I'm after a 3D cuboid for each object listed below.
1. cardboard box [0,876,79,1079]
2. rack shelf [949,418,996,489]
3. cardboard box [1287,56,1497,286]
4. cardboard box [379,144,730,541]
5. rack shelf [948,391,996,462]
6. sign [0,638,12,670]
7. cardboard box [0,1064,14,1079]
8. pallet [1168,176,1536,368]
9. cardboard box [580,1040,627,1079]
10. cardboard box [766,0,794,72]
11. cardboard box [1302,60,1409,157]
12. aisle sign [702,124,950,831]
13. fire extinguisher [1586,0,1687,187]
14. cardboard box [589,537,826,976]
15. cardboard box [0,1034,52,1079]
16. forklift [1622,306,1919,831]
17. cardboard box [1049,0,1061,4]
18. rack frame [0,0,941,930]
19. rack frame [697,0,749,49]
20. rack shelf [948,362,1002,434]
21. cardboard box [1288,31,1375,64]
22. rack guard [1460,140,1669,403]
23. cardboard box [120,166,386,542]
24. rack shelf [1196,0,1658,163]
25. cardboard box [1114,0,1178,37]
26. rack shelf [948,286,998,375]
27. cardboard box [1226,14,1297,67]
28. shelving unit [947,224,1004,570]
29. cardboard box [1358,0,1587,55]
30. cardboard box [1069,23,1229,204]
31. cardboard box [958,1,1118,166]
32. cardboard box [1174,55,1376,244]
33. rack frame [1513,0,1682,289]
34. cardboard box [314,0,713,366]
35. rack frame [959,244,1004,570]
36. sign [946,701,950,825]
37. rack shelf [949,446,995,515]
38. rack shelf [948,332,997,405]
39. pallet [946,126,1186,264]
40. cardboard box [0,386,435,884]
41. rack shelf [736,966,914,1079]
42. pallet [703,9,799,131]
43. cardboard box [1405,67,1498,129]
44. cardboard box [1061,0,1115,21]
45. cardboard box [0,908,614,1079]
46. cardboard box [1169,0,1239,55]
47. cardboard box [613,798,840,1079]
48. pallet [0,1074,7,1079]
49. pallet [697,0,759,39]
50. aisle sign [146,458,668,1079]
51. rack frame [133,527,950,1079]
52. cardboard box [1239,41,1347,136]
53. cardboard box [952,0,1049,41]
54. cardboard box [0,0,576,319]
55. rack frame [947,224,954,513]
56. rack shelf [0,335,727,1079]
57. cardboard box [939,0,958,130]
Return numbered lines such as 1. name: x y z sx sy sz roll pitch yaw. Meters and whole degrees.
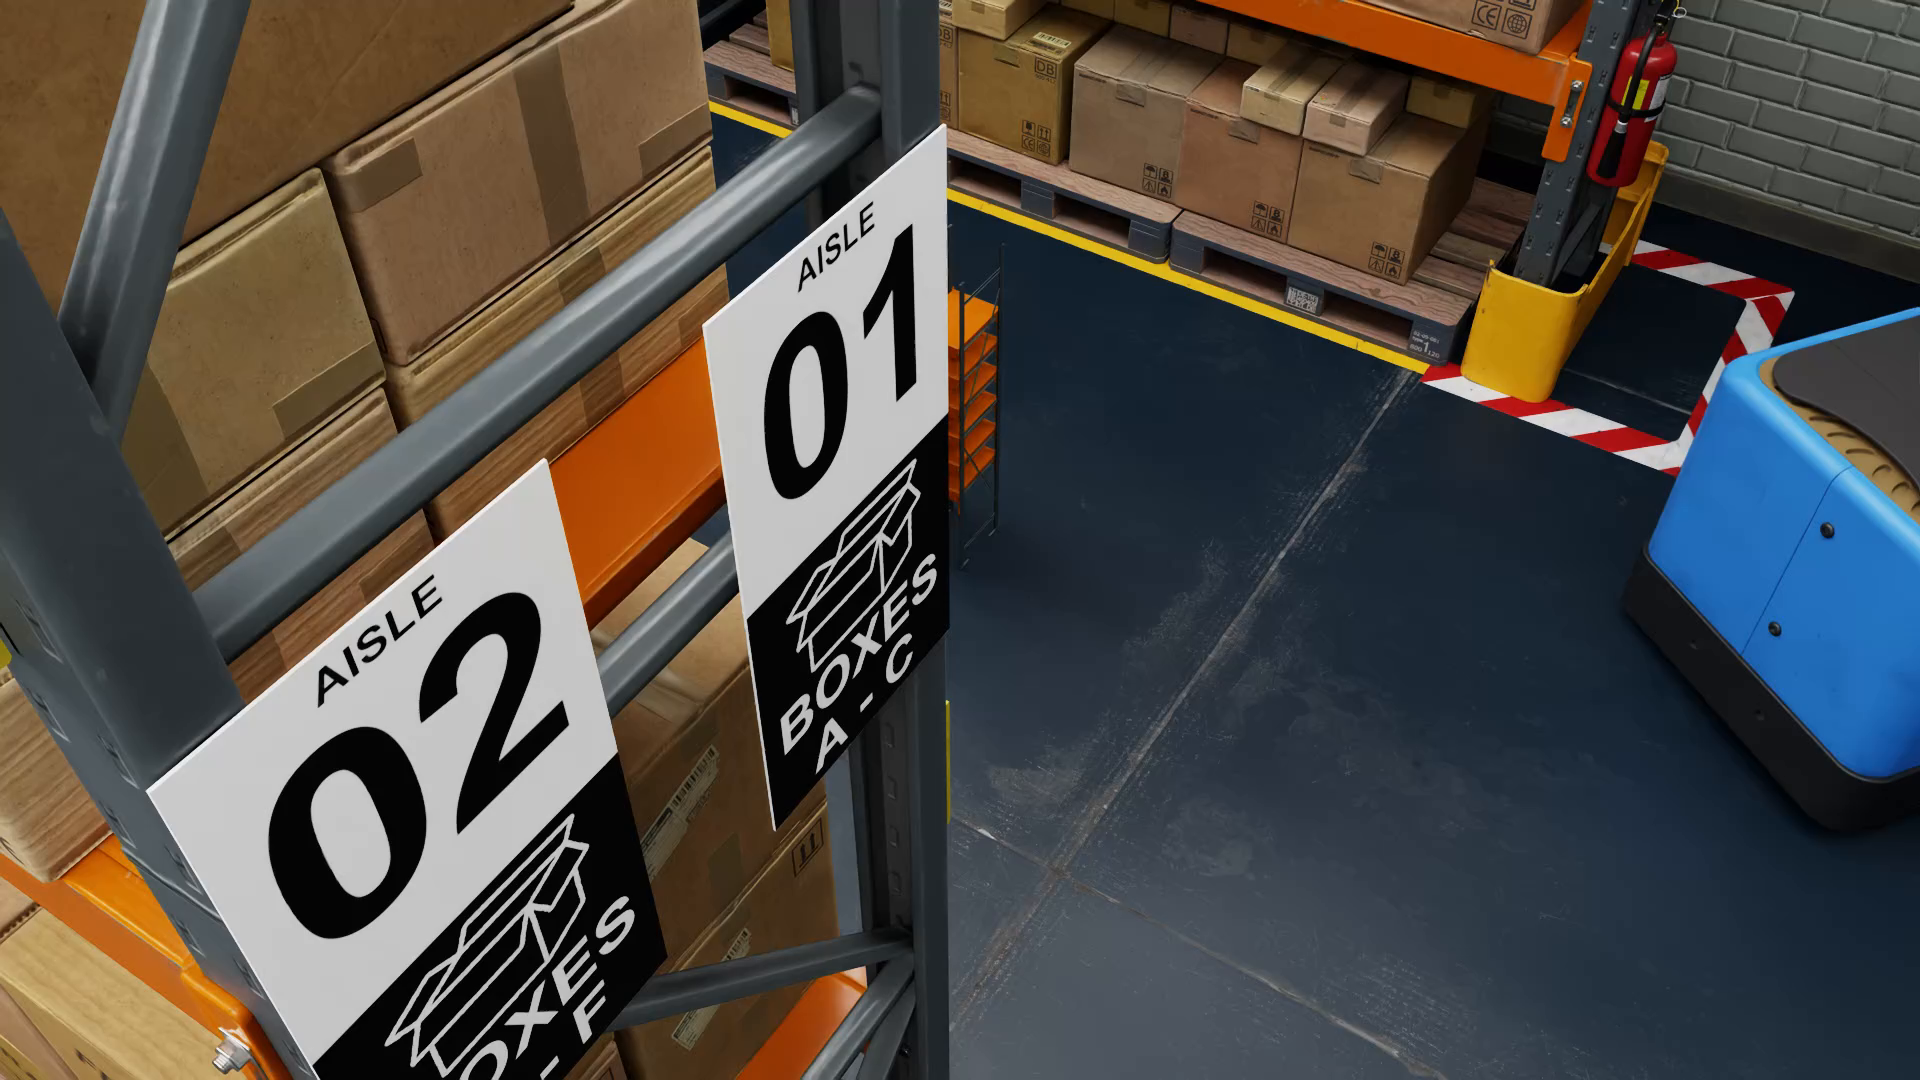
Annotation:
1. cardboard box: -1.287 0.437 2.467 0.500 0.500 0.500 26 51 23
2. rack shelf: -0.012 -0.309 5.443 0.180 0.103 0.258 25 51 22
3. cardboard box: 1.690 -1.456 6.524 0.500 0.500 0.700 25 51 22
4. cardboard box: -0.633 -0.324 1.986 0.500 0.250 0.500 25 51 22
5. rack shelf: -0.012 -0.393 5.357 0.180 0.103 0.258 25 51 22
6. sign: -0.654 -0.005 0.954 0.005 0.325 0.100 25 51 22
7. cardboard box: -1.718 0.582 3.023 0.500 0.500 0.500 25 51 22
8. pallet: 1.618 -1.261 6.828 1.213 0.211 1.003 25 51 22
9. cardboard box: -0.862 0.978 2.639 0.500 0.500 0.500 26 51 23
10. cardboard box: -0.460 -2.443 7.482 0.500 0.500 0.700 25 51 23
11. cardboard box: 1.484 -1.622 6.232 0.250 0.149 0.380 24 51 22
12. aisle sign: -0.122 -0.035 1.880 0.004 0.787 0.394 25 51 22
13. fire extinguisher: 2.211 -1.476 5.407 0.183 0.674 0.296 25 51 22
14. cardboard box: -0.569 0.307 2.593 0.500 0.500 0.500 26 51 23
15. cardboard box: -1.300 0.779 2.832 0.500 0.500 0.500 25 51 22
16. forklift: 3.741 -0.841 4.524 3.031 2.935 1.130 -15 48 -14
17. cardboard box: 0.404 -2.442 7.029 0.250 0.149 0.380 25 51 22
18. rack frame: -0.338 -1.069 0.514 0.127 3.000 1.000 25 51 22
19. rack frame: -1.034 -3.519 7.078 0.127 3.000 1.000 25 51 22
20. rack shelf: -0.012 -0.476 5.271 0.180 0.103 0.258 25 51 22
21. cardboard box: 1.476 -1.950 6.551 0.250 0.149 0.380 25 51 22
22. rack guard: 2.353 -1.090 6.460 0.348 0.500 1.175 25 51 22
23. cardboard box: -0.908 -0.191 1.508 0.500 0.250 0.500 25 51 22
24. rack shelf: 0.650 -2.494 6.584 4.000 0.370 1.077 25 51 22
25. cardboard box: 0.835 -2.244 6.837 0.250 0.149 0.380 25 51 22
26. rack shelf: -0.012 -0.644 5.099 0.180 0.103 0.258 25 51 22
27. cardboard box: 1.266 -2.047 6.646 0.250 0.149 0.380 25 51 22
28. shelving unit: -0.012 -0.424 5.325 0.189 1.200 0.258 25 51 22
29. cardboard box: 1.899 -2.266 5.651 0.700 0.700 0.980 27 52 24
30. cardboard box: 0.845 -1.844 6.901 0.500 0.500 0.700 23 50 21
31. cardboard box: 0.392 -2.046 7.097 0.500 0.500 0.700 26 51 23
32. cardboard box: 1.269 -1.650 6.712 0.500 0.500 0.700 25 51 22
33. rack frame: 2.333 -1.970 5.573 0.127 3.000 1.000 25 51 22
34. cardboard box: -0.630 -0.502 1.810 0.500 0.250 0.500 25 51 22
35. rack frame: 0.065 -0.388 5.291 0.006 1.200 0.240 25 51 22
36. sign: -0.045 0.392 2.674 0.005 0.325 0.100 25 51 22
37. rack shelf: -0.012 -0.226 5.529 0.180 0.103 0.258 25 51 22
38. rack shelf: -0.012 -0.560 5.185 0.180 0.103 0.258 25 51 22
39. pallet: 0.595 -1.734 7.288 1.213 0.211 1.003 25 51 22
40. cardboard box: -0.913 -0.011 1.682 0.500 0.250 0.500 25 51 22
41. rack shelf: -2.021 0.498 3.676 4.000 0.370 1.077 25 51 22
42. pallet: -0.436 -2.206 7.746 1.213 0.211 1.003 25 51 22
43. cardboard box: 1.903 -1.755 6.361 0.250 0.149 0.380 25 51 22
44. cardboard box: 0.622 -2.343 6.933 0.250 0.149 0.380 24 50 21
45. cardboard box: -0.861 0.632 2.277 0.500 0.500 0.500 24 51 22
46. cardboard box: 1.051 -2.145 6.741 0.250 0.149 0.380 25 51 23
47. cardboard box: -0.569 0.656 2.952 0.500 0.500 0.500 26 51 23
48. pallet: -2.096 1.183 4.453 1.213 0.211 1.003 25 51 22
49. pallet: -1.724 -2.800 8.324 1.213 0.211 1.003 25 51 22
50. aisle sign: -0.446 0.327 1.528 0.004 0.787 0.394 25 51 22
51. rack frame: -0.338 1.022 2.666 0.127 3.000 1.000 25 51 22
52. cardboard box: 1.268 -1.720 6.328 0.250 0.149 0.380 26 51 23
53. cardboard box: 0.170 -2.224 6.818 0.250 0.149 0.380 23 50 21
54. cardboard box: -0.779 -0.596 1.379 0.500 0.500 0.700 25 51 22
55. rack frame: -0.089 -0.459 5.360 0.006 1.200 0.240 25 51 22
56. rack shelf: -2.021 -0.547 2.600 4.000 0.370 1.077 25 51 22
57. cardboard box: -0.039 -2.246 7.291 0.500 0.500 0.700 24 51 22
